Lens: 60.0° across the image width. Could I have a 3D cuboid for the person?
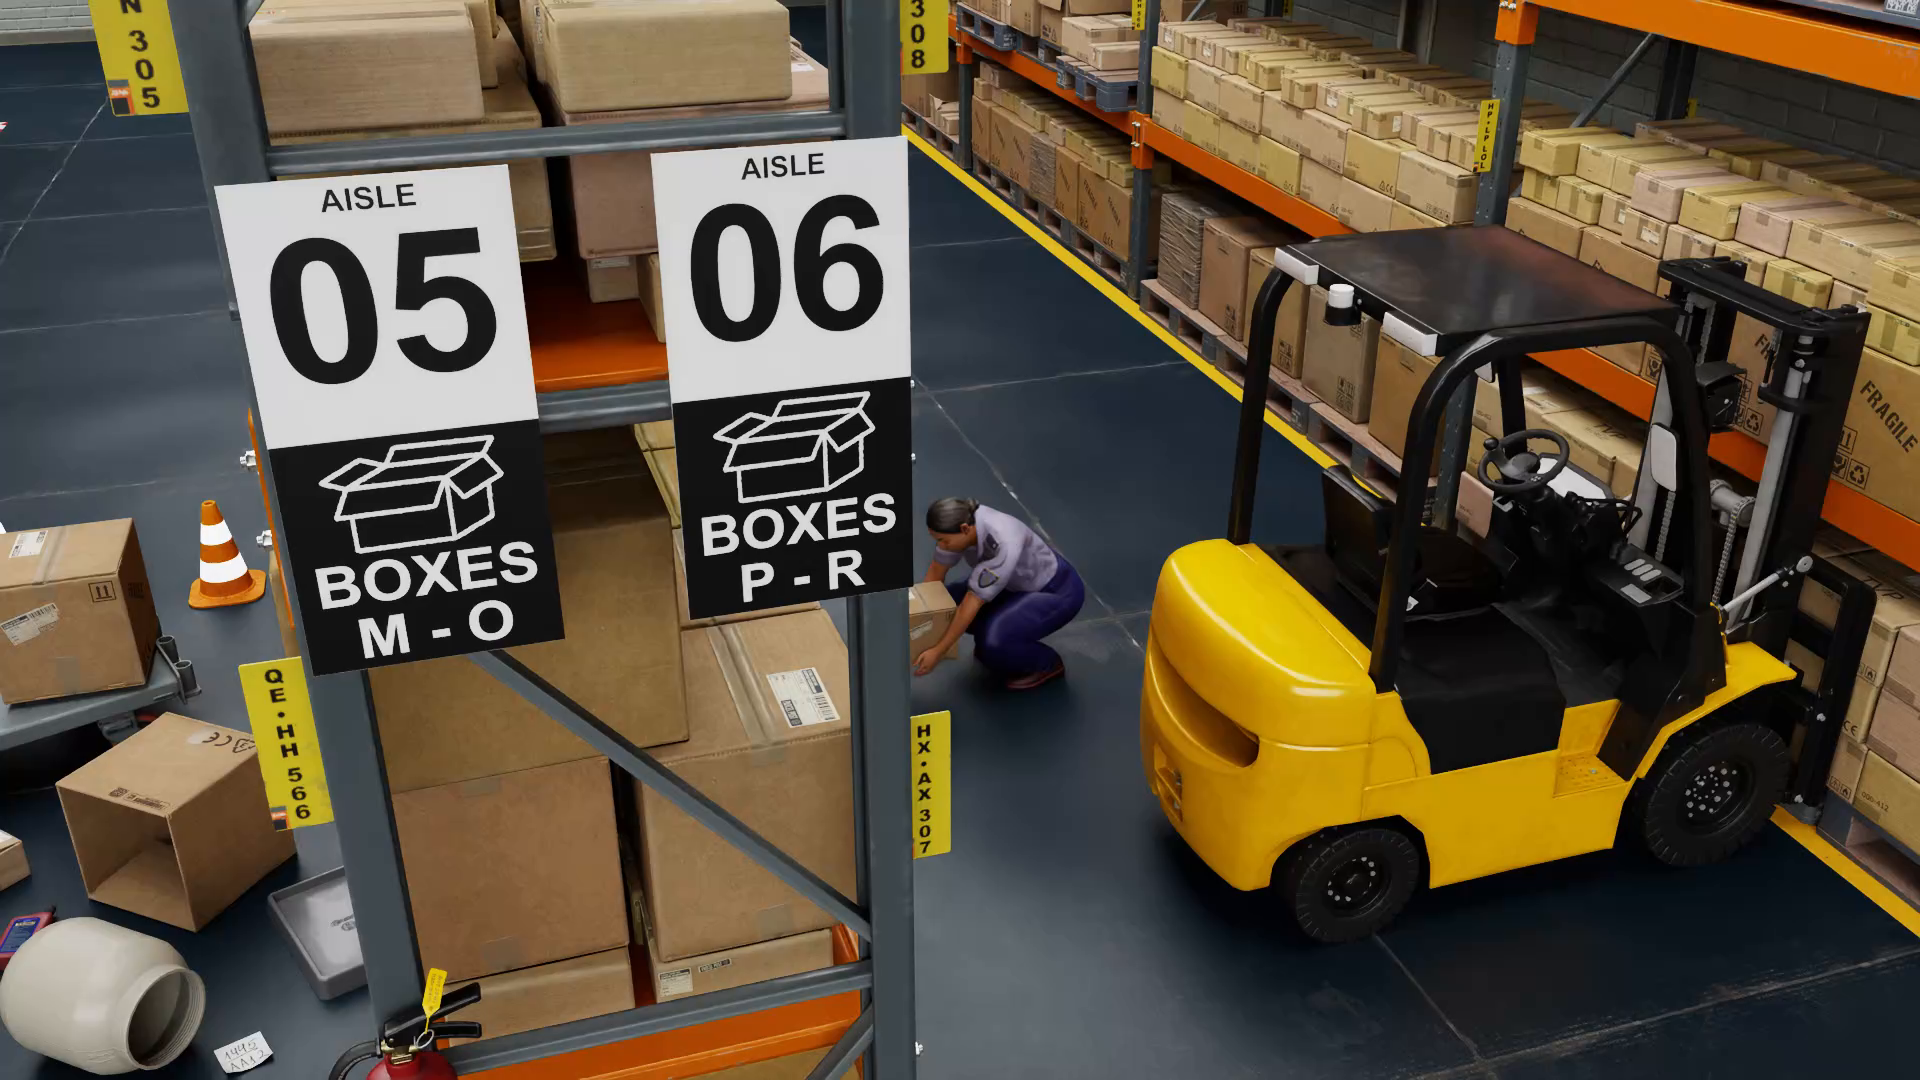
[{"bbox_3d":[0.128,0.180,7.101,0.836,0.924,0.533,-12,29,-23],"label":"person"}]
